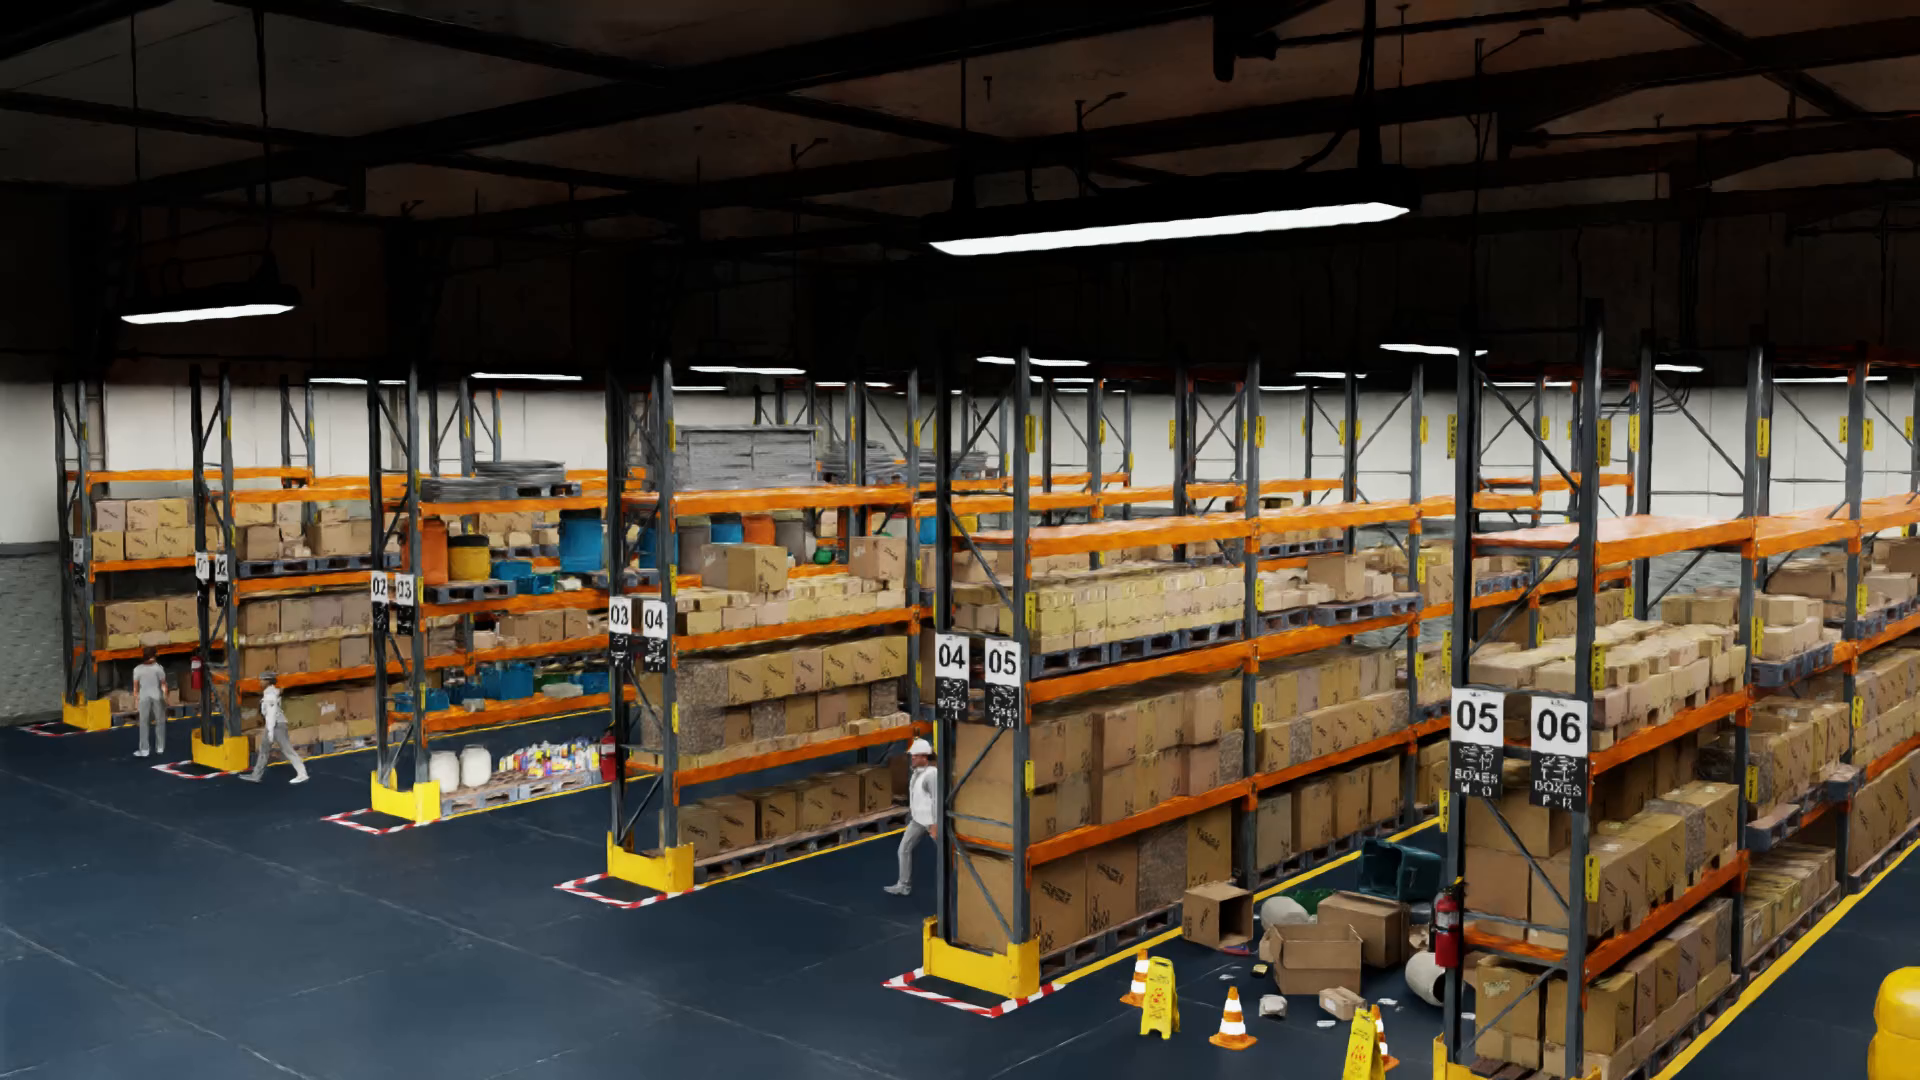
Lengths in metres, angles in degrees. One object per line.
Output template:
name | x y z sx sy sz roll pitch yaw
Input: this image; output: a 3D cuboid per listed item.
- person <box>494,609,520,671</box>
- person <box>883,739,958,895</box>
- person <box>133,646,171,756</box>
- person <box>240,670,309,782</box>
person | -8.427 2.077 31.003 0.682 1.715 0.542 3 5 38
person | -0.323 3.010 18.045 0.960 1.724 0.574 -2 5 -28
person | -12.473 2.463 25.658 0.546 1.667 0.565 -2 5 -25
person | -9.768 2.648 23.606 0.896 1.613 0.523 -2 4 -22
